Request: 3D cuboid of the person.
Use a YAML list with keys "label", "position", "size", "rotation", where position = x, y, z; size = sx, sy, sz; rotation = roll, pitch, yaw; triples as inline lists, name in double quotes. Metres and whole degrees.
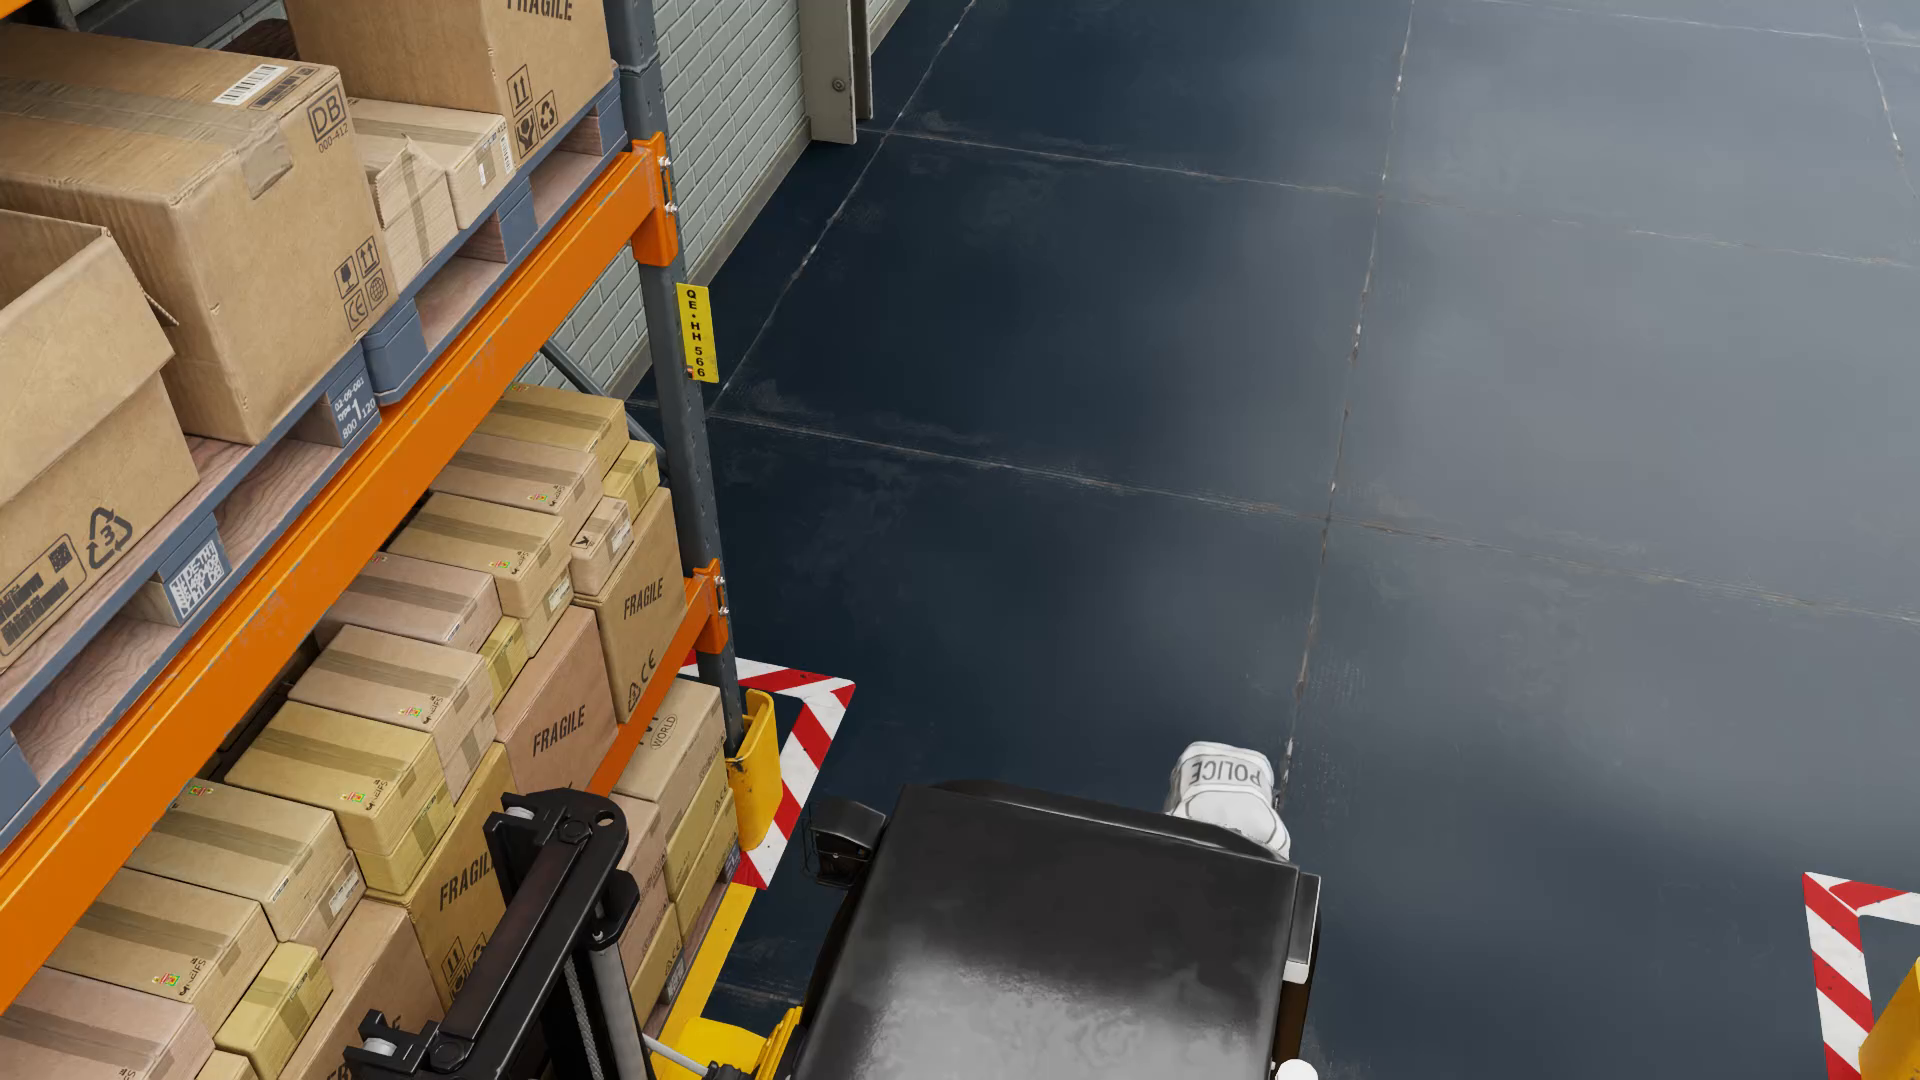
- label: "person"
  position: [0.908, 0.625, 5.423]
  size: [0.492, 1.691, 0.476]
  rotation: [10, 42, 11]
